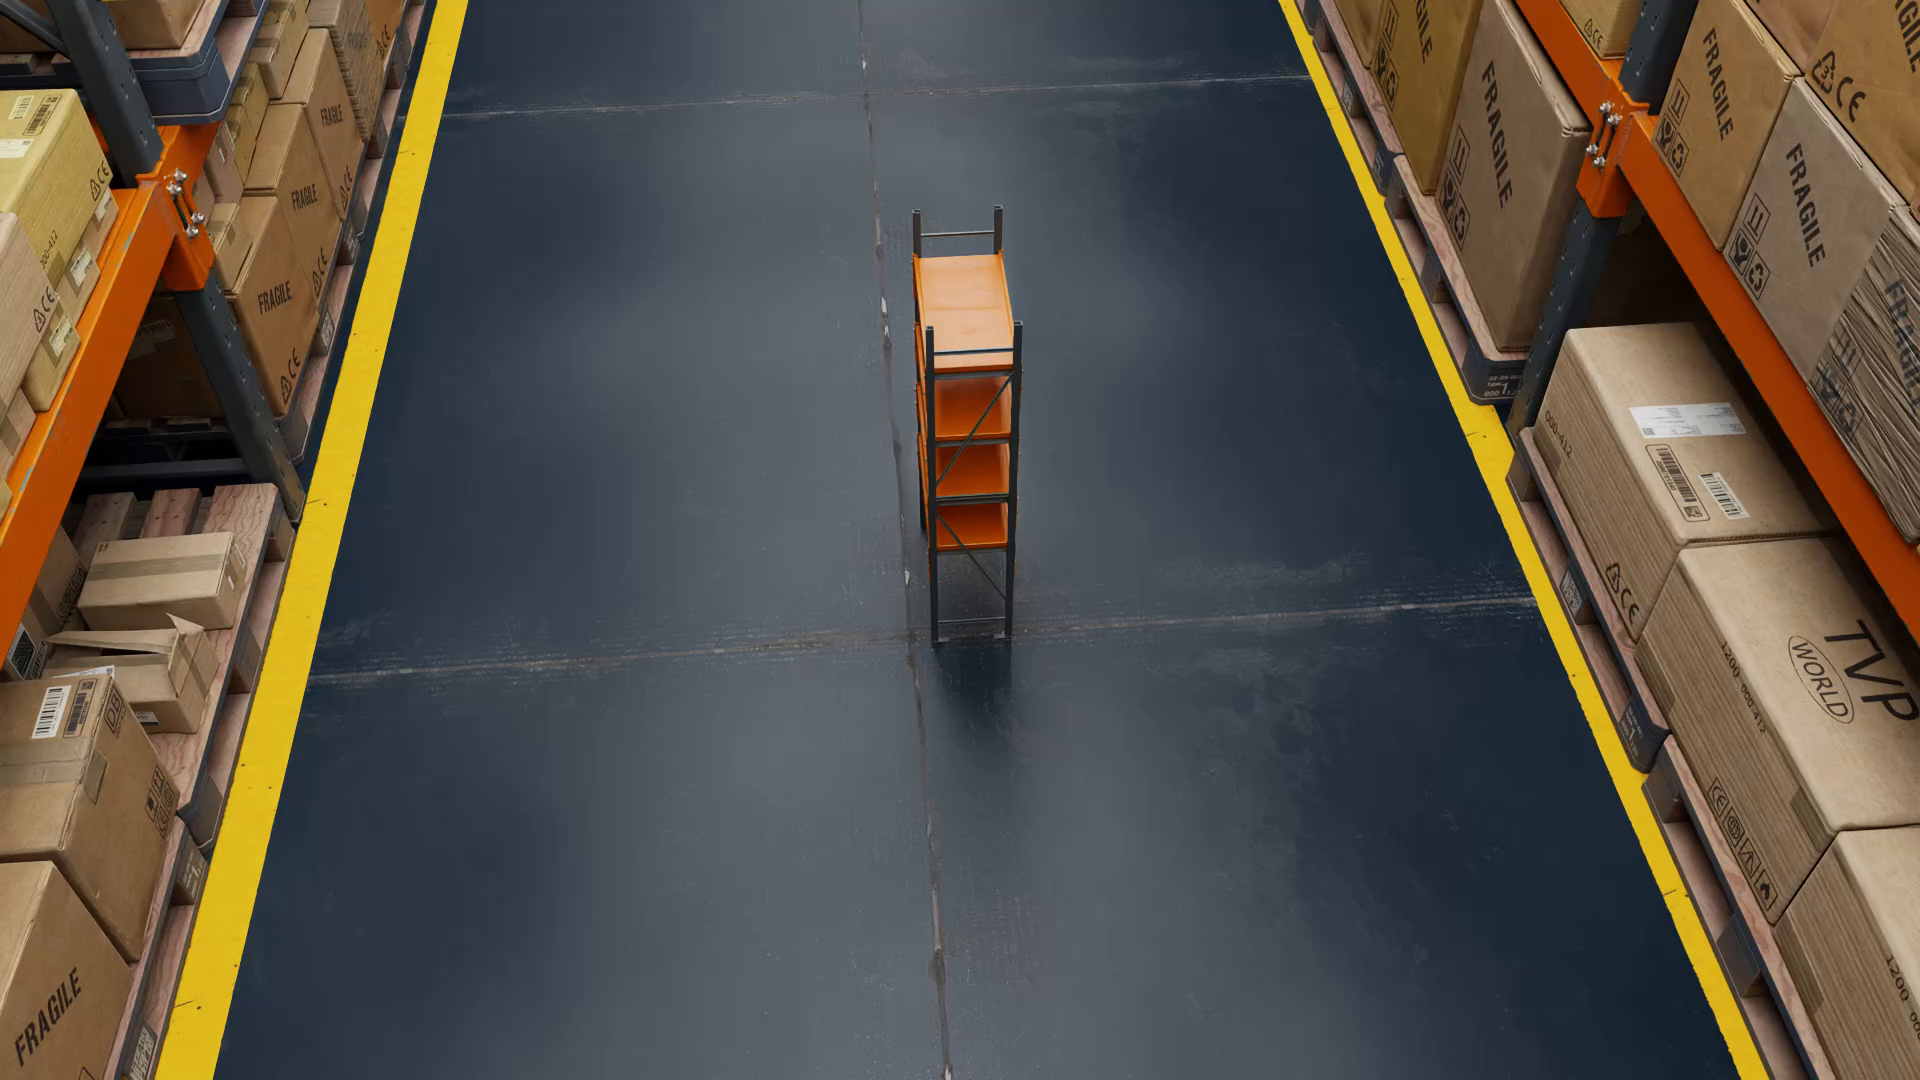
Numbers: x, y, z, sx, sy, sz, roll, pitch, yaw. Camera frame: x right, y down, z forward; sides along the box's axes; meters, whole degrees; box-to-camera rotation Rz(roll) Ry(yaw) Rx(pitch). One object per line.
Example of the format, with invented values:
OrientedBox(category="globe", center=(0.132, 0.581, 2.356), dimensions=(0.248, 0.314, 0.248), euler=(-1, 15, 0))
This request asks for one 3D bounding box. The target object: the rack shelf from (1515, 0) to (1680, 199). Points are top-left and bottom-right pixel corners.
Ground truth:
OrientedBox(category="rack shelf", center=(2.173, -2.598, 6.140), dimensions=(1.077, 0.370, 4.000), euler=(-3, 47, -3))

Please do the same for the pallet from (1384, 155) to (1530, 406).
OrientedBox(category="pallet", center=(2.200, -0.993, 6.045), dimensions=(1.003, 0.211, 1.213), euler=(-3, 47, -3))

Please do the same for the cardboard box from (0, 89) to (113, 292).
OrientedBox(category="cardboard box", center=(-2.320, -0.791, 3.832), dimensions=(0.500, 0.250, 0.500), euler=(-2, 47, -2))

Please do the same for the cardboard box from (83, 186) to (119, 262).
OrientedBox(category="cardboard box", center=(-2.327, -0.792, 4.107), dimensions=(0.380, 0.149, 0.250), euler=(-3, 47, -3))

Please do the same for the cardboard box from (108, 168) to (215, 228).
OrientedBox(category="cardboard box", center=(-2.431, -0.976, 4.889), dimensions=(0.380, 0.149, 0.250), euler=(-4, 47, -4))

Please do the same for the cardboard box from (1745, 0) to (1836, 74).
OrientedBox(category="cardboard box", center=(2.139, -1.417, 3.769), dimensions=(0.500, 0.500, 0.500), euler=(-3, 47, -3))

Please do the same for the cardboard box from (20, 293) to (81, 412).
OrientedBox(category="cardboard box", center=(-2.238, -0.418, 3.753), dimensions=(0.380, 0.149, 0.250), euler=(-2, 47, -2))

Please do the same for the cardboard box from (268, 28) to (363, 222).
OrientedBox(category="cardboard box", center=(-2.514, -1.488, 6.026), dimensions=(0.500, 0.500, 0.500), euler=(-5, 47, -4))

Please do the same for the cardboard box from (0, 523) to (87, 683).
OrientedBox(category="cardboard box", center=(-2.786, 0.179, 4.577), dimensions=(0.500, 0.311, 0.500), euler=(-2, 47, -2))

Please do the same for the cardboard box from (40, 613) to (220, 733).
OrientedBox(category="cardboard box", center=(-2.237, 0.345, 4.451), dimensions=(0.396, 0.266, 0.258), euler=(-2, 47, -2))

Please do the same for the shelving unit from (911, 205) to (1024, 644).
OrientedBox(category="shelving unit", center=(0.014, -0.293, 4.701), dimensions=(0.258, 1.200, 0.503), euler=(-3, 47, -3))

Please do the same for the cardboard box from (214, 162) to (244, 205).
OrientedBox(category="cardboard box", center=(-2.471, -1.073, 5.186), dimensions=(0.380, 0.149, 0.250), euler=(-5, 47, -4))

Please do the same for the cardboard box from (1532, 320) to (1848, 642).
OrientedBox(category="cardboard box", center=(2.286, -0.201, 4.850), dimensions=(0.875, 0.438, 0.875), euler=(-4, 47, -4))

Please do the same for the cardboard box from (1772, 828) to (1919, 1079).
OrientedBox(category="cardboard box", center=(2.435, 1.099, 3.618), dimensions=(0.875, 0.438, 0.875), euler=(-2, 47, -2))

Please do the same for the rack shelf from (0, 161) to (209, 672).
OrientedBox(category="rack shelf", center=(-2.438, 0.601, 3.111), dimensions=(1.077, 0.370, 4.000), euler=(-3, 47, -3))

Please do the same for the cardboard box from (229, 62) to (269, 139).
OrientedBox(category="cardboard box", center=(-2.540, -1.456, 5.548), dimensions=(0.380, 0.149, 0.250), euler=(-4, 47, -4))

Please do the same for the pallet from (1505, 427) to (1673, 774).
OrientedBox(category="pallet", center=(2.326, 0.116, 4.995), dimensions=(1.003, 0.211, 1.213), euler=(-3, 47, -3))

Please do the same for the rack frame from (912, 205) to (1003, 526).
OrientedBox(category="rack frame", center=(-0.007, -0.469, 4.868), dimensions=(0.240, 1.200, 0.015), euler=(-3, 47, -3))

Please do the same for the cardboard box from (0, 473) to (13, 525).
OrientedBox(category="cardboard box", center=(-2.194, -0.044, 3.399), dimensions=(0.380, 0.149, 0.250), euler=(-4, 47, -4))

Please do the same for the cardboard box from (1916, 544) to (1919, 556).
OrientedBox(category="cardboard box", center=(2.235, 0.020, 3.096), dimensions=(0.500, 0.500, 0.500), euler=(-2, 47, -2))

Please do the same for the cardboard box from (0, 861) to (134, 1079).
OrientedBox(category="cardboard box", center=(-2.205, 1.058, 3.615), dimensions=(0.500, 0.500, 0.500), euler=(-3, 47, -3))

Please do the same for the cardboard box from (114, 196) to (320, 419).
OrientedBox(category="cardboard box", center=(-2.422, -0.742, 5.319), dimensions=(0.500, 0.500, 0.500), euler=(-2, 47, -2))

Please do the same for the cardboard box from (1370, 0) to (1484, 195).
OrientedBox(category="cardboard box", center=(2.125, -1.909, 6.166), dimensions=(0.875, 0.875, 0.875), euler=(-2, 47, -2))

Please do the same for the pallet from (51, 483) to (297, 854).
OrientedBox(category="pallet", center=(-2.549, 0.362, 4.762), dimensions=(1.003, 0.211, 1.213), euler=(-3, 47, -3))

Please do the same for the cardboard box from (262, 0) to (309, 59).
OrientedBox(category="cardboard box", center=(-2.542, -1.818, 5.892), dimensions=(0.380, 0.149, 0.250), euler=(-2, 47, -2))

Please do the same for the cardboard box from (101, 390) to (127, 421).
OrientedBox(category="cardboard box", center=(-2.942, -0.716, 5.294), dimensions=(0.500, 0.500, 0.500), euler=(-4, 47, -3))

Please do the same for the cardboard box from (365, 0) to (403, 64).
OrientedBox(category="cardboard box", center=(-2.613, -2.239, 6.737), dimensions=(0.500, 0.500, 0.500), euler=(-2, 47, -2))

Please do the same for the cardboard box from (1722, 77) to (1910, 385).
OrientedBox(category="cardboard box", center=(2.157, -0.713, 3.790), dimensions=(0.500, 0.500, 0.500), euler=(-3, 47, -3))

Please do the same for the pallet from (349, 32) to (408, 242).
OrientedBox(category="pallet", center=(-2.817, -1.606, 6.626), dimensions=(1.003, 0.211, 1.213), euler=(-3, 47, -3))

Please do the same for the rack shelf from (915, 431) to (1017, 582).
OrientedBox(category="rack shelf", center=(0.014, -0.110, 4.894), dimensions=(0.258, 0.148, 0.480), euler=(-3, 47, -3))

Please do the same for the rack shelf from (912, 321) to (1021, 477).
OrientedBox(category="rack shelf", center=(0.014, -0.400, 4.587), dimensions=(0.258, 0.148, 0.480), euler=(-3, 47, -3))

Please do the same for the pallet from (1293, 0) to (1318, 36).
OrientedBox(category="pallet", center=(1.996, -2.758, 7.717), dimensions=(1.003, 0.211, 1.213), euler=(-3, 47, -3))

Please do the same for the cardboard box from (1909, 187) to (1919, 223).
OrientedBox(category="cardboard box", center=(2.206, -0.680, 3.070), dimensions=(0.500, 0.500, 0.500), euler=(-3, 47, -3))

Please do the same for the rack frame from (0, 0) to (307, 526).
OrientedBox(category="rack frame", center=(-2.606, -1.094, 4.220), dimensions=(1.000, 3.000, 0.127), euler=(-3, 47, -3))
